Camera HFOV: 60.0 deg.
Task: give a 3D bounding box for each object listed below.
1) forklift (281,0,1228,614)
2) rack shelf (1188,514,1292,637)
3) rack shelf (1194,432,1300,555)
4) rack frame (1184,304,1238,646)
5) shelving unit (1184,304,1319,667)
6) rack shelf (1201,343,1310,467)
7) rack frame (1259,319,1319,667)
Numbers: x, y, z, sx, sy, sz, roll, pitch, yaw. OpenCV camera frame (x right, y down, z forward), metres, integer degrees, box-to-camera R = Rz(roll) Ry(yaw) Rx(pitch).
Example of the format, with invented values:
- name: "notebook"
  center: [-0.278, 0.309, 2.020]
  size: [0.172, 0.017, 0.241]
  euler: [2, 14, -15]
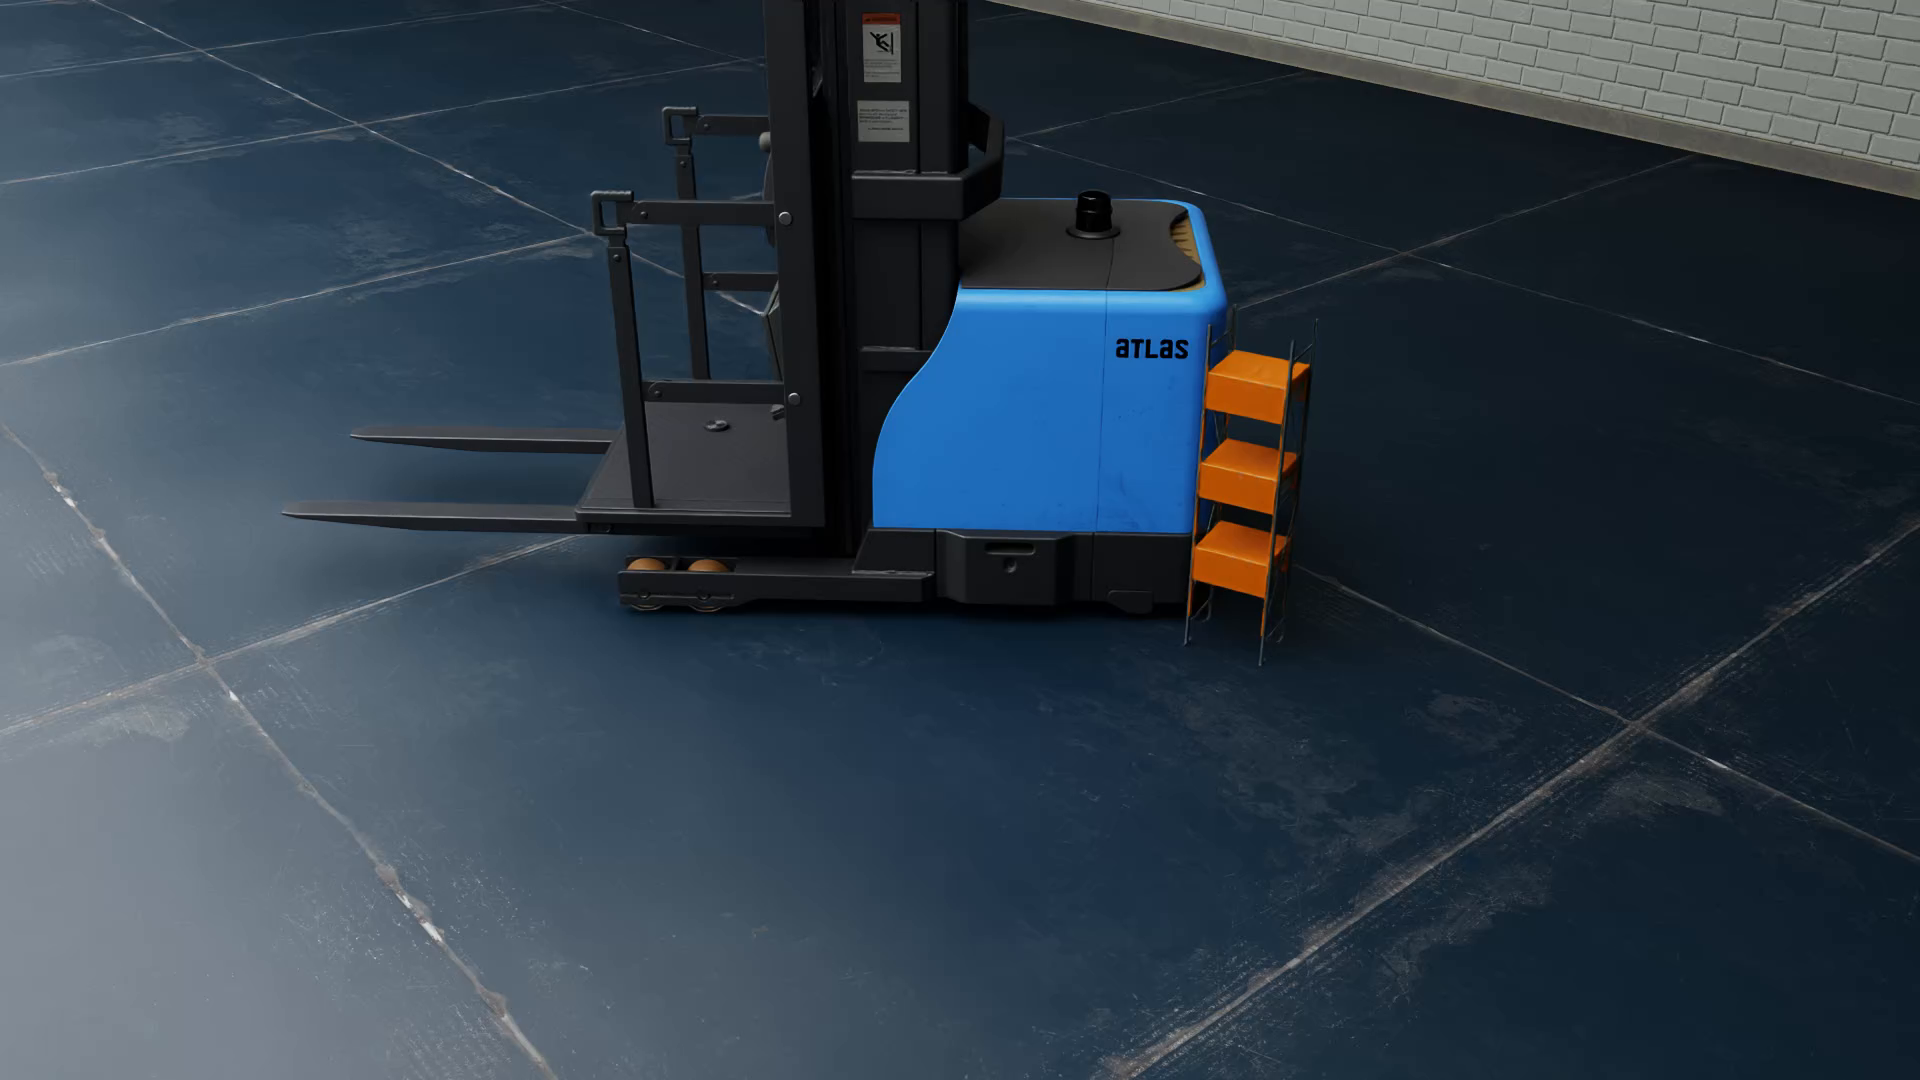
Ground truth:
- name: "forklift"
  center: [-0.698, -1.308, 5.088]
  size: [3.031, 2.935, 1.130]
  euler: [1, 28, 2]
- name: "rack shelf"
  center: [0.853, 0.105, 5.051]
  size: [0.240, 0.259, 0.215]
  euler: [15, 32, 26]
- name: "rack shelf"
  center: [0.853, -0.140, 4.920]
  size: [0.240, 0.259, 0.215]
  euler: [15, 32, 26]
- name: "rack frame"
  center: [0.747, -0.178, 4.969]
  size: [0.008, 1.050, 0.200]
  euler: [15, 32, 26]
- name: "shelving unit"
  center: [0.853, -0.149, 4.915]
  size: [0.252, 1.050, 0.215]
  euler: [15, 32, 26]
- name: "rack shelf"
  center: [0.853, -0.390, 4.786]
  size: [0.240, 0.259, 0.215]
  euler: [15, 32, 26]
- name: "rack frame"
  center: [0.958, -0.120, 4.861]
  size: [0.008, 1.050, 0.200]
  euler: [15, 32, 26]
